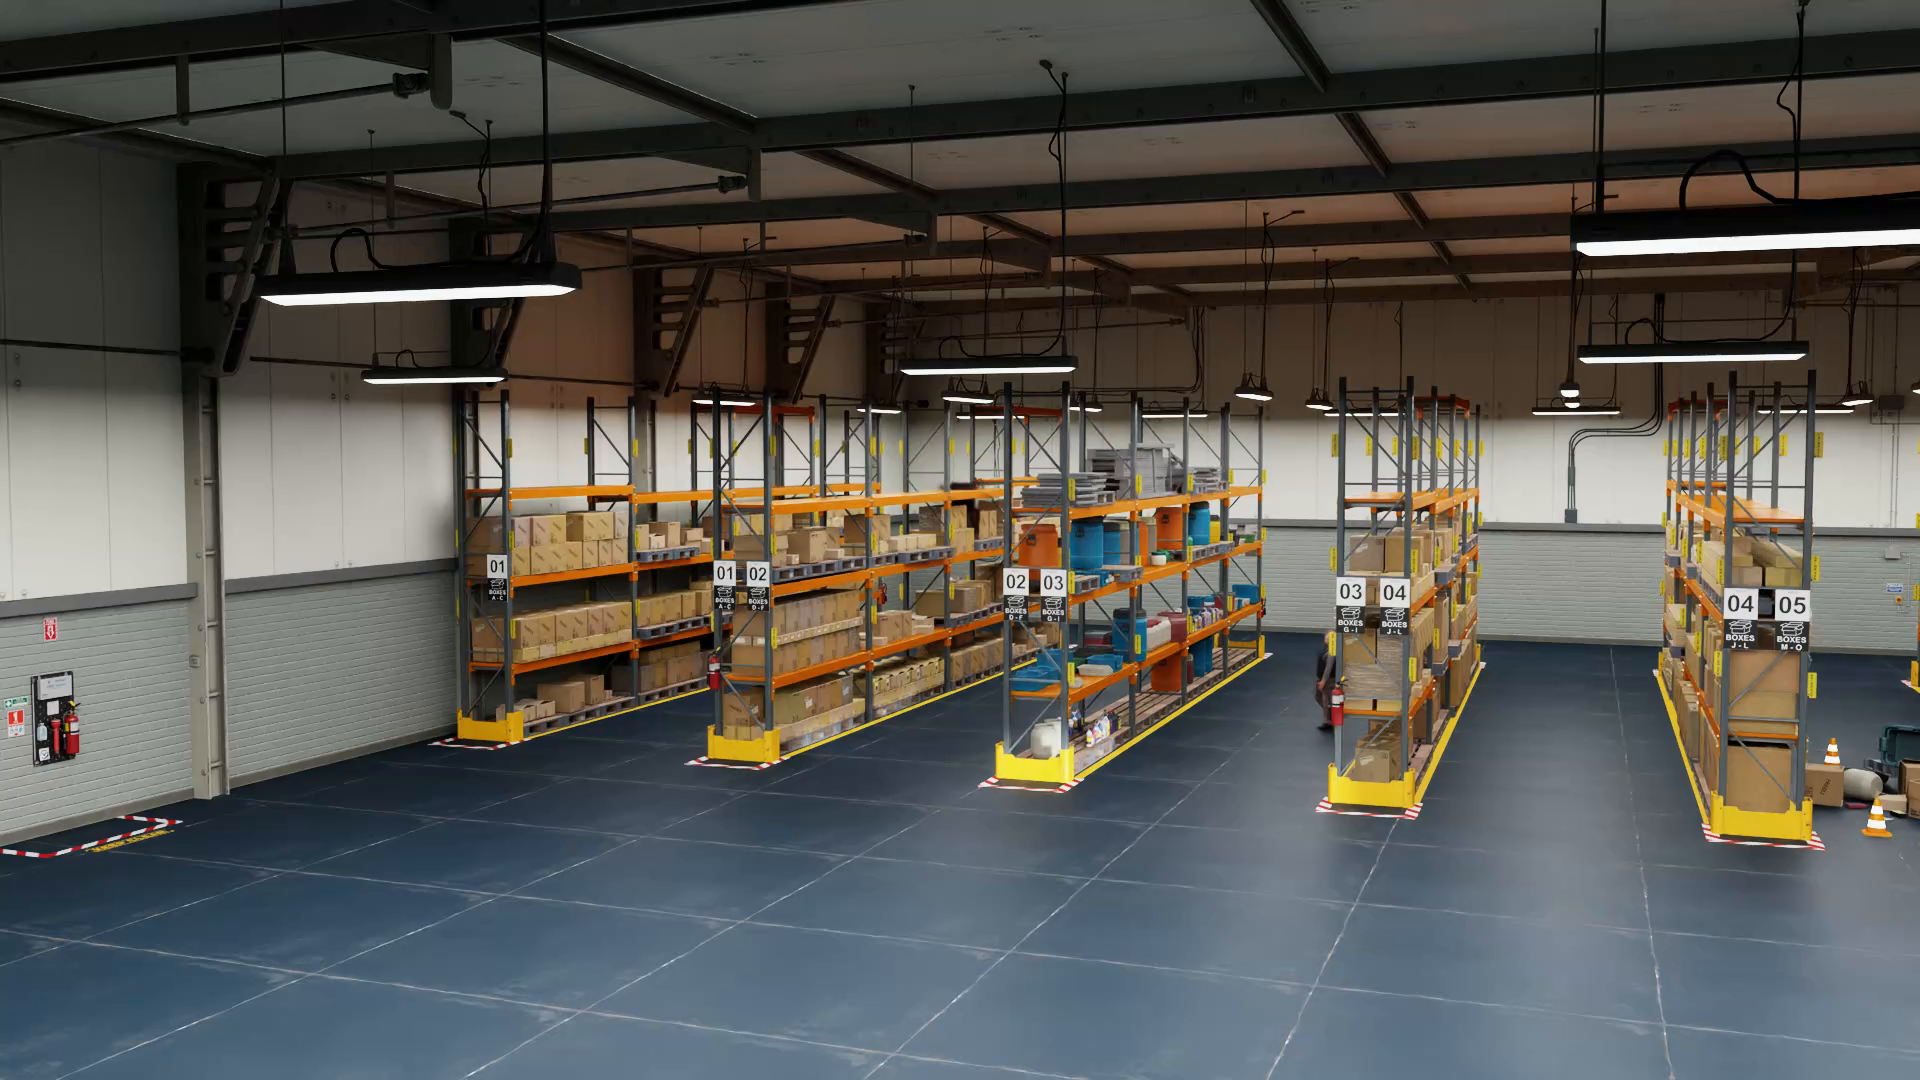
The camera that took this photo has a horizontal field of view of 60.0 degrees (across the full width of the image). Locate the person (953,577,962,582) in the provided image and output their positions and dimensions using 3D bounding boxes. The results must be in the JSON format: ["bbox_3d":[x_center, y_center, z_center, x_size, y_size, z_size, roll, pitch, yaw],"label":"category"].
[{"bbox_3d":[-0.067,1.778,43.363,0.493,1.639,1.017,0,3,7],"label":"person"}]

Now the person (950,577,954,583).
[{"bbox_3d":[-0.200,1.828,41.369,0.376,1.802,0.661,3,4,40],"label":"person"}]

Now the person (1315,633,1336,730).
[{"bbox_3d":[6.563,2.507,29.724,0.429,1.726,0.626,0,3,2],"label":"person"}]
